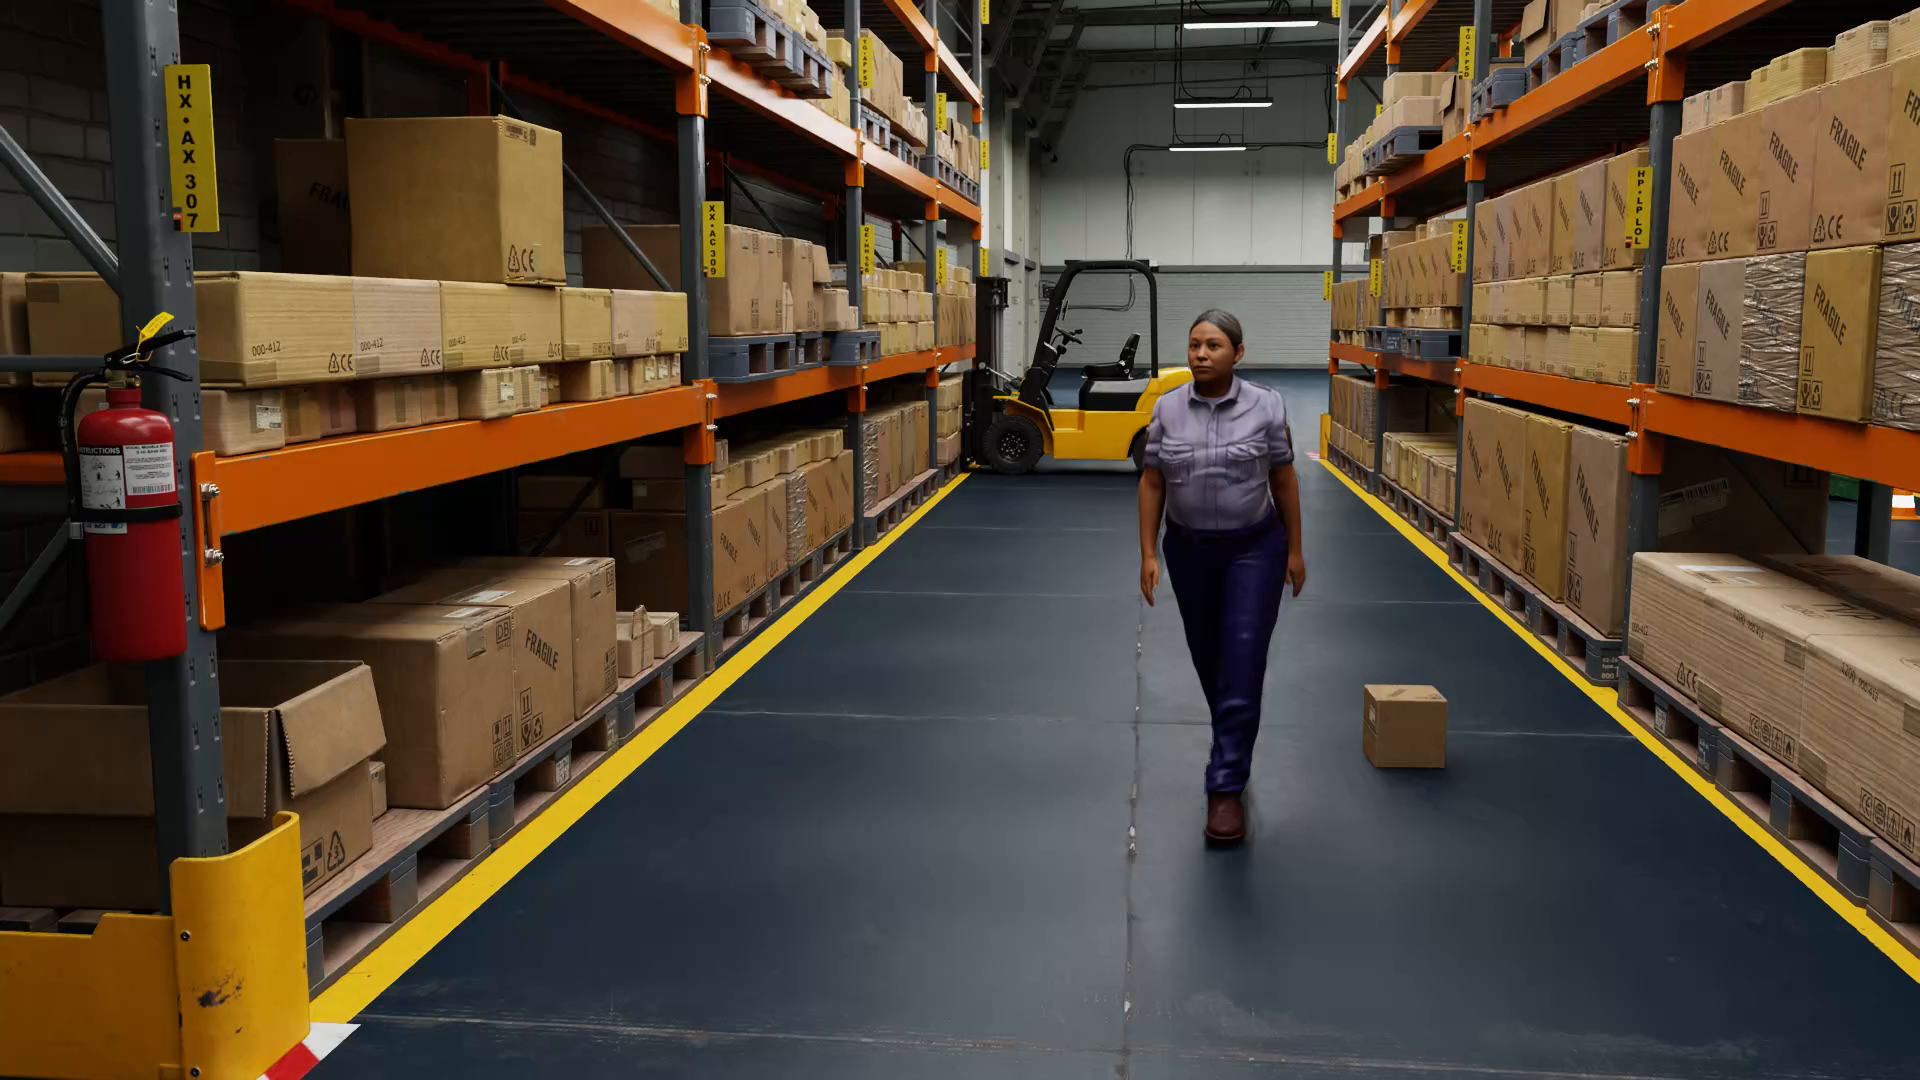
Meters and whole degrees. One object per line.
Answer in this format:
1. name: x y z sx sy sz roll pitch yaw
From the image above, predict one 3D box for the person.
1. person: 0.822 0.060 5.394 0.506 1.606 0.884 4 9 26
